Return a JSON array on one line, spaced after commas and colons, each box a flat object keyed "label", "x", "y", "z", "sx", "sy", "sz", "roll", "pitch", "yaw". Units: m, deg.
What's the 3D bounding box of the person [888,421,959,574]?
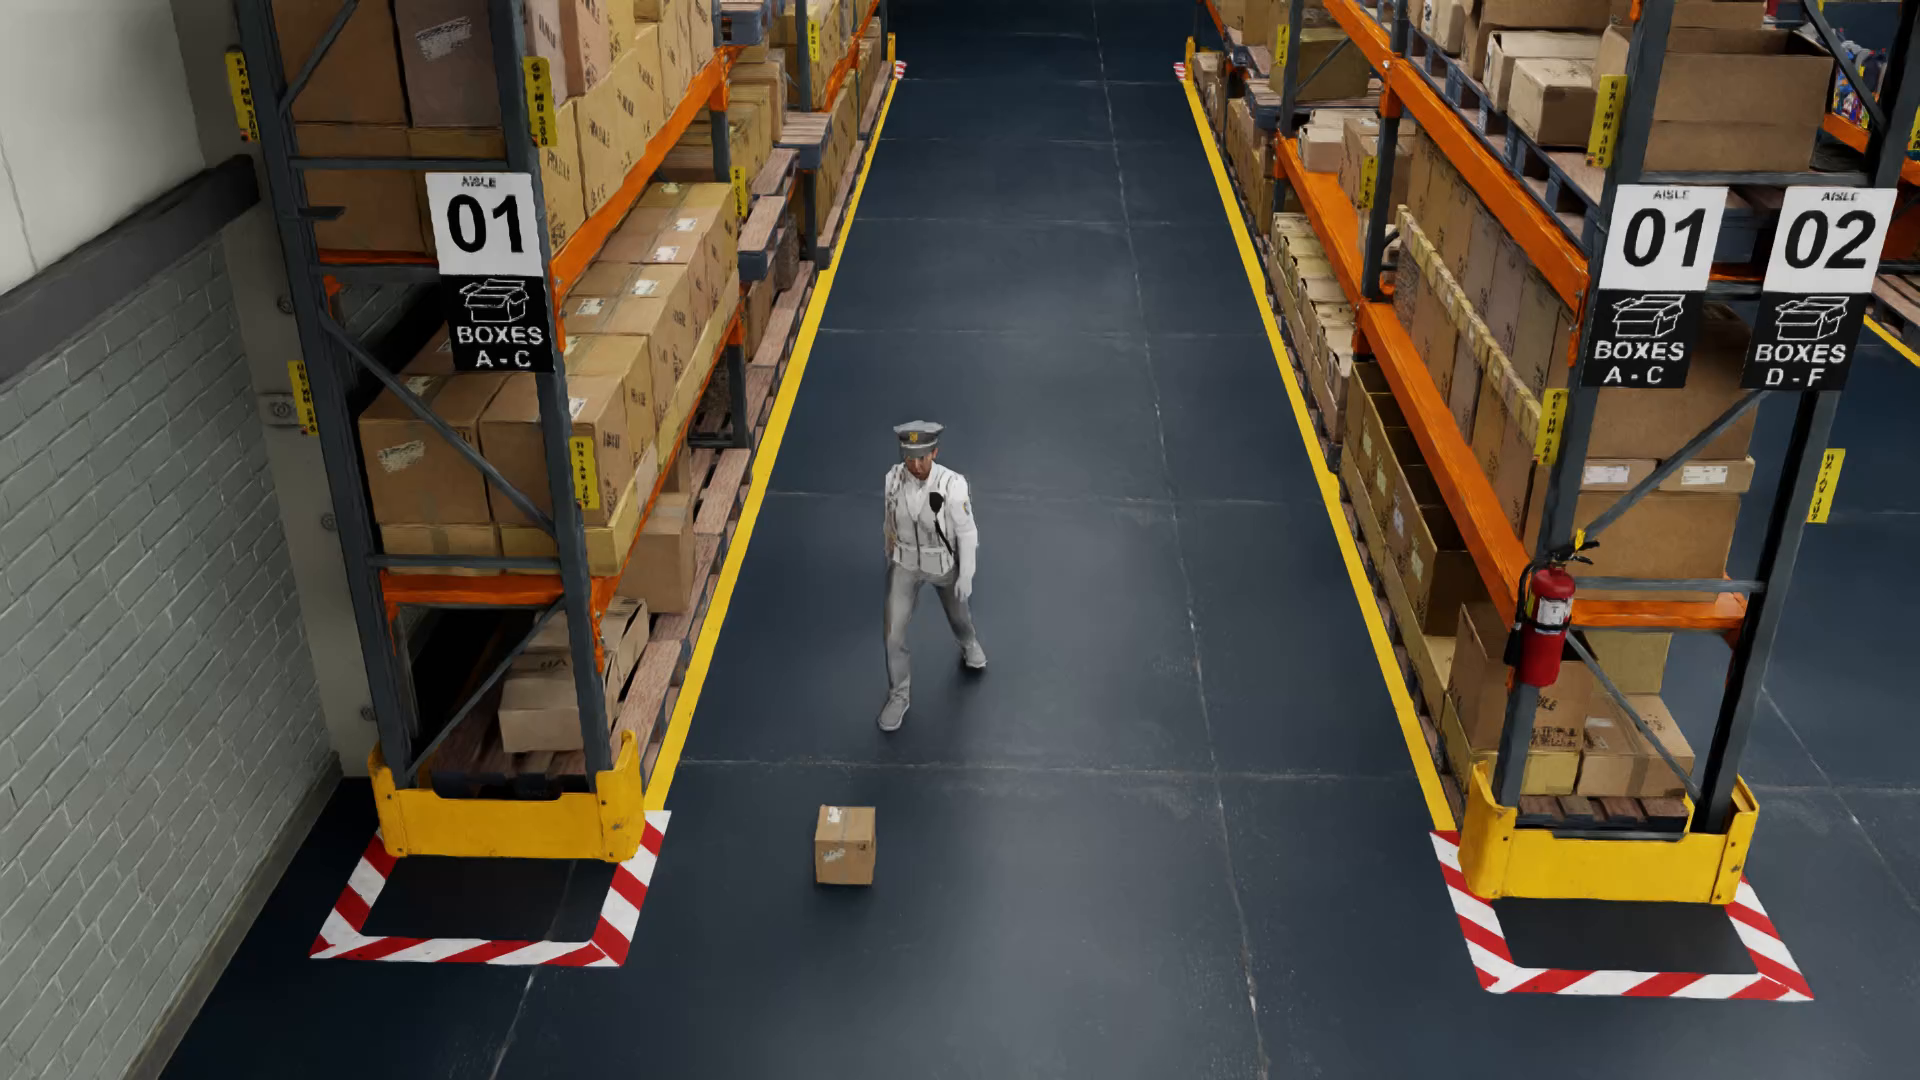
[{"label": "person", "x": -0.163, "y": -0.228, "z": 8.207, "sx": 0.367, "sy": 0.814, "sz": 0.358, "roll": 6, "pitch": 29, "yaw": 12}]
